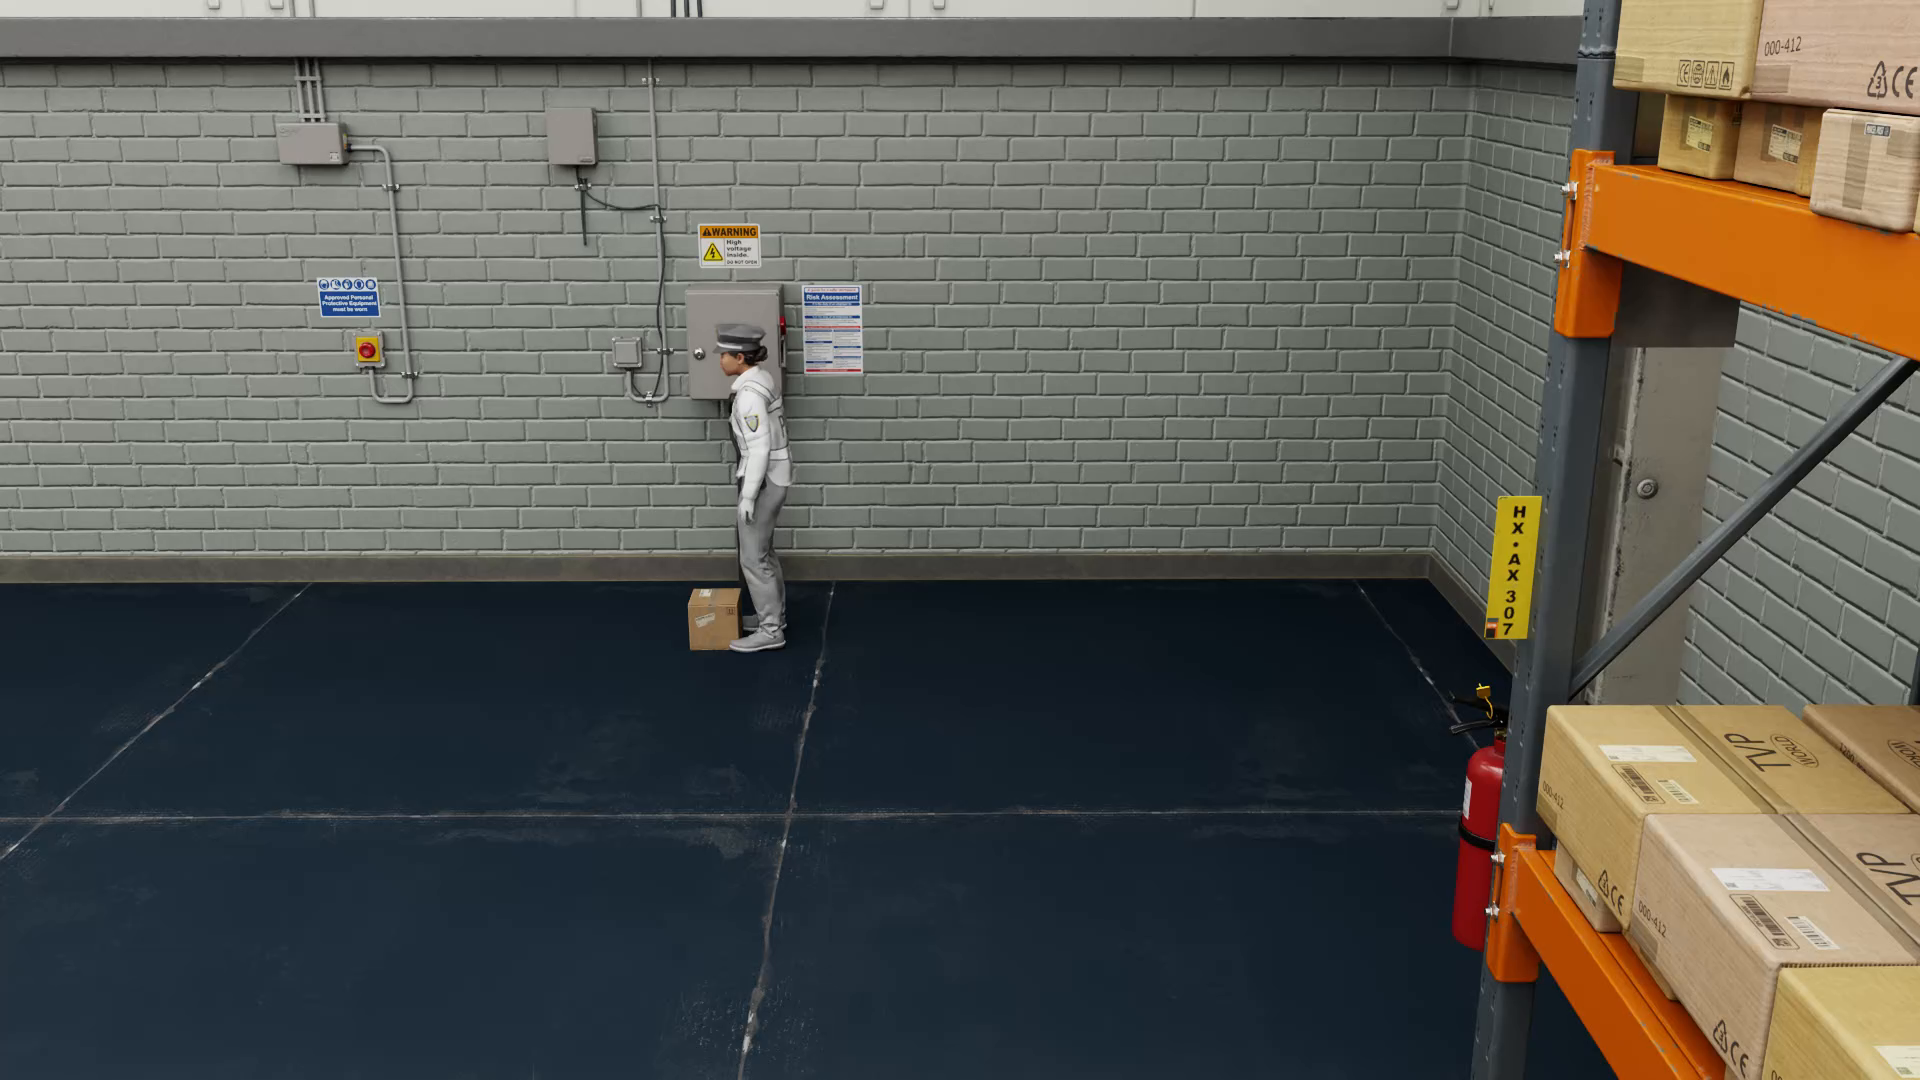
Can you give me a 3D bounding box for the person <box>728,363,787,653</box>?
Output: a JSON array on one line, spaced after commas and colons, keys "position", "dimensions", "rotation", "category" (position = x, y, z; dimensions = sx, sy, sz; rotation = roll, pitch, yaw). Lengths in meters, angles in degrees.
[{"position": [-1.016, -0.172, 8.430], "dimensions": [0.352, 1.464, 0.538], "rotation": [-1, 17, -2], "category": "person"}]
